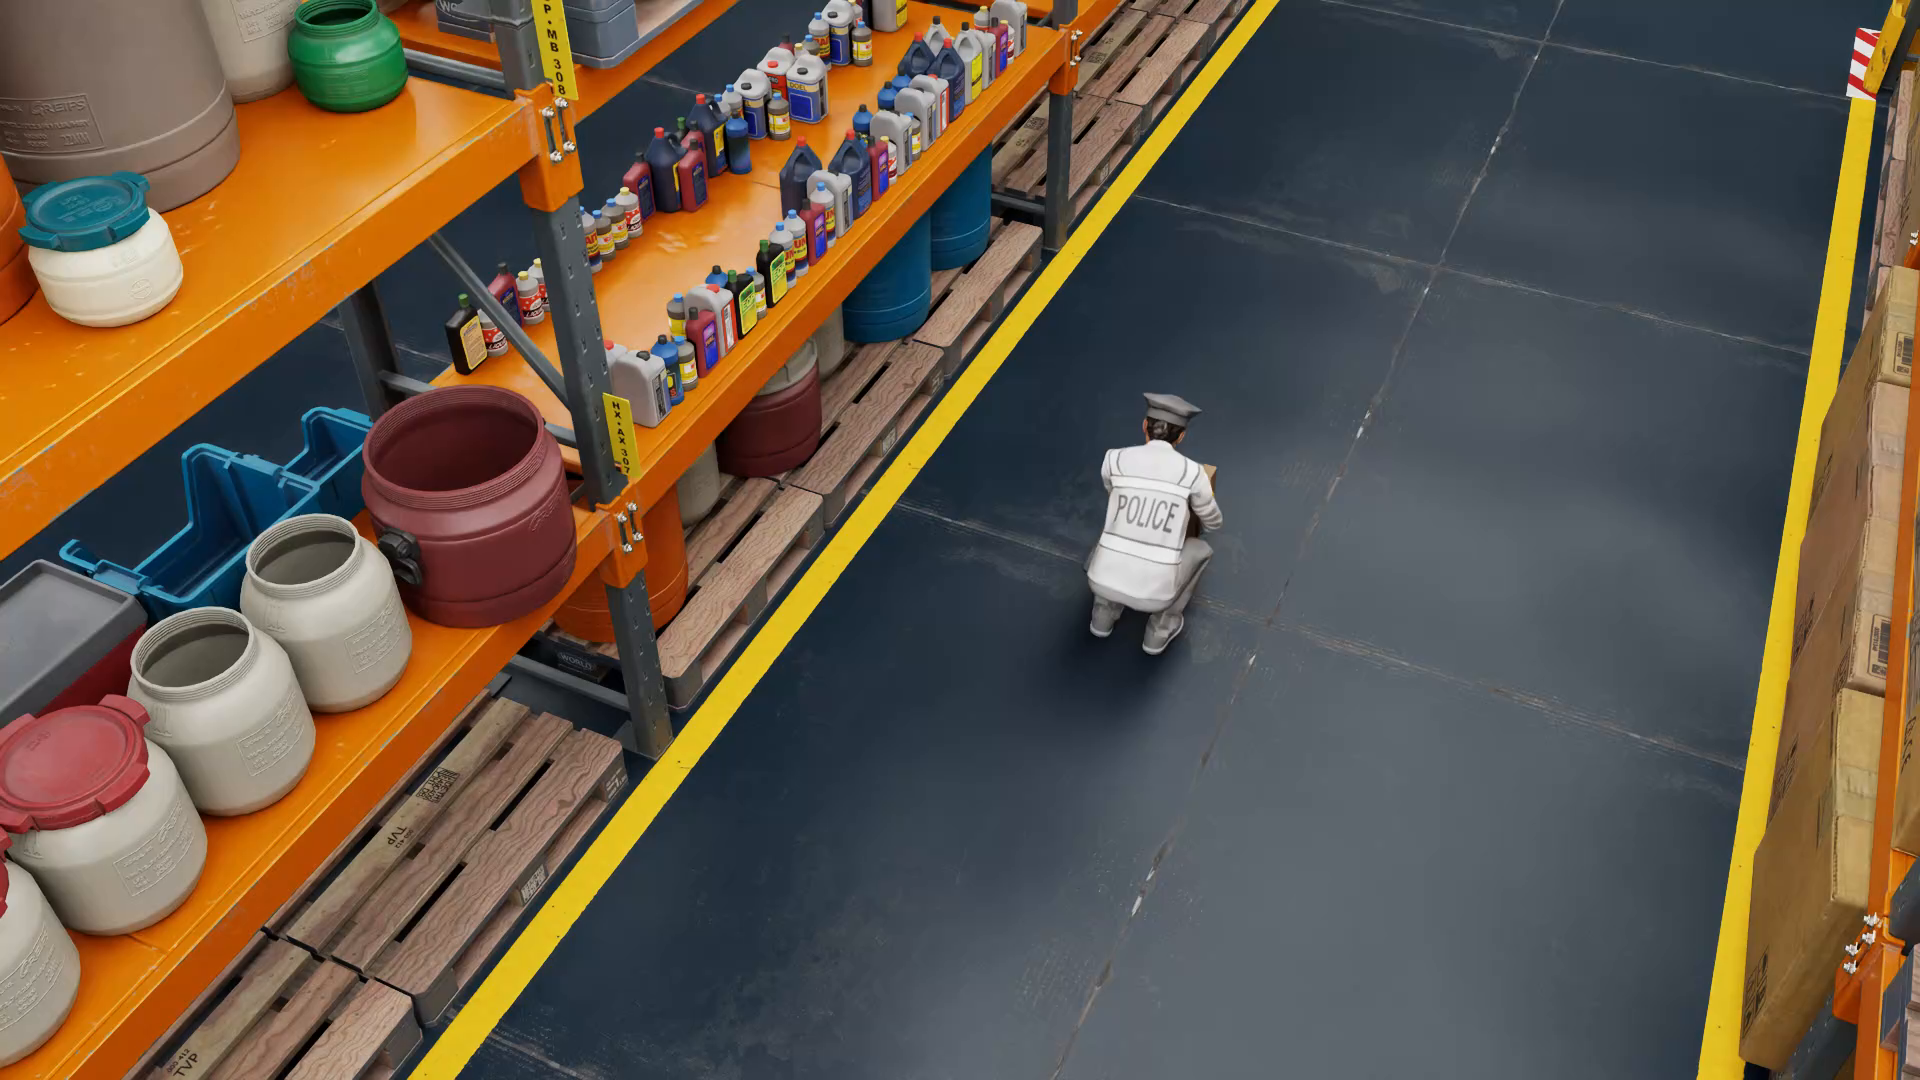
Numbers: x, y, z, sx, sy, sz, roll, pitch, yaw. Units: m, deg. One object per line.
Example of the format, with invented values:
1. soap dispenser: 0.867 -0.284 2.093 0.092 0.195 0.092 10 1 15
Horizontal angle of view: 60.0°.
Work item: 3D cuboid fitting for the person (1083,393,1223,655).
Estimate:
1. person: 0.786 -0.078 6.778 0.494 0.961 0.829 18 45 18
